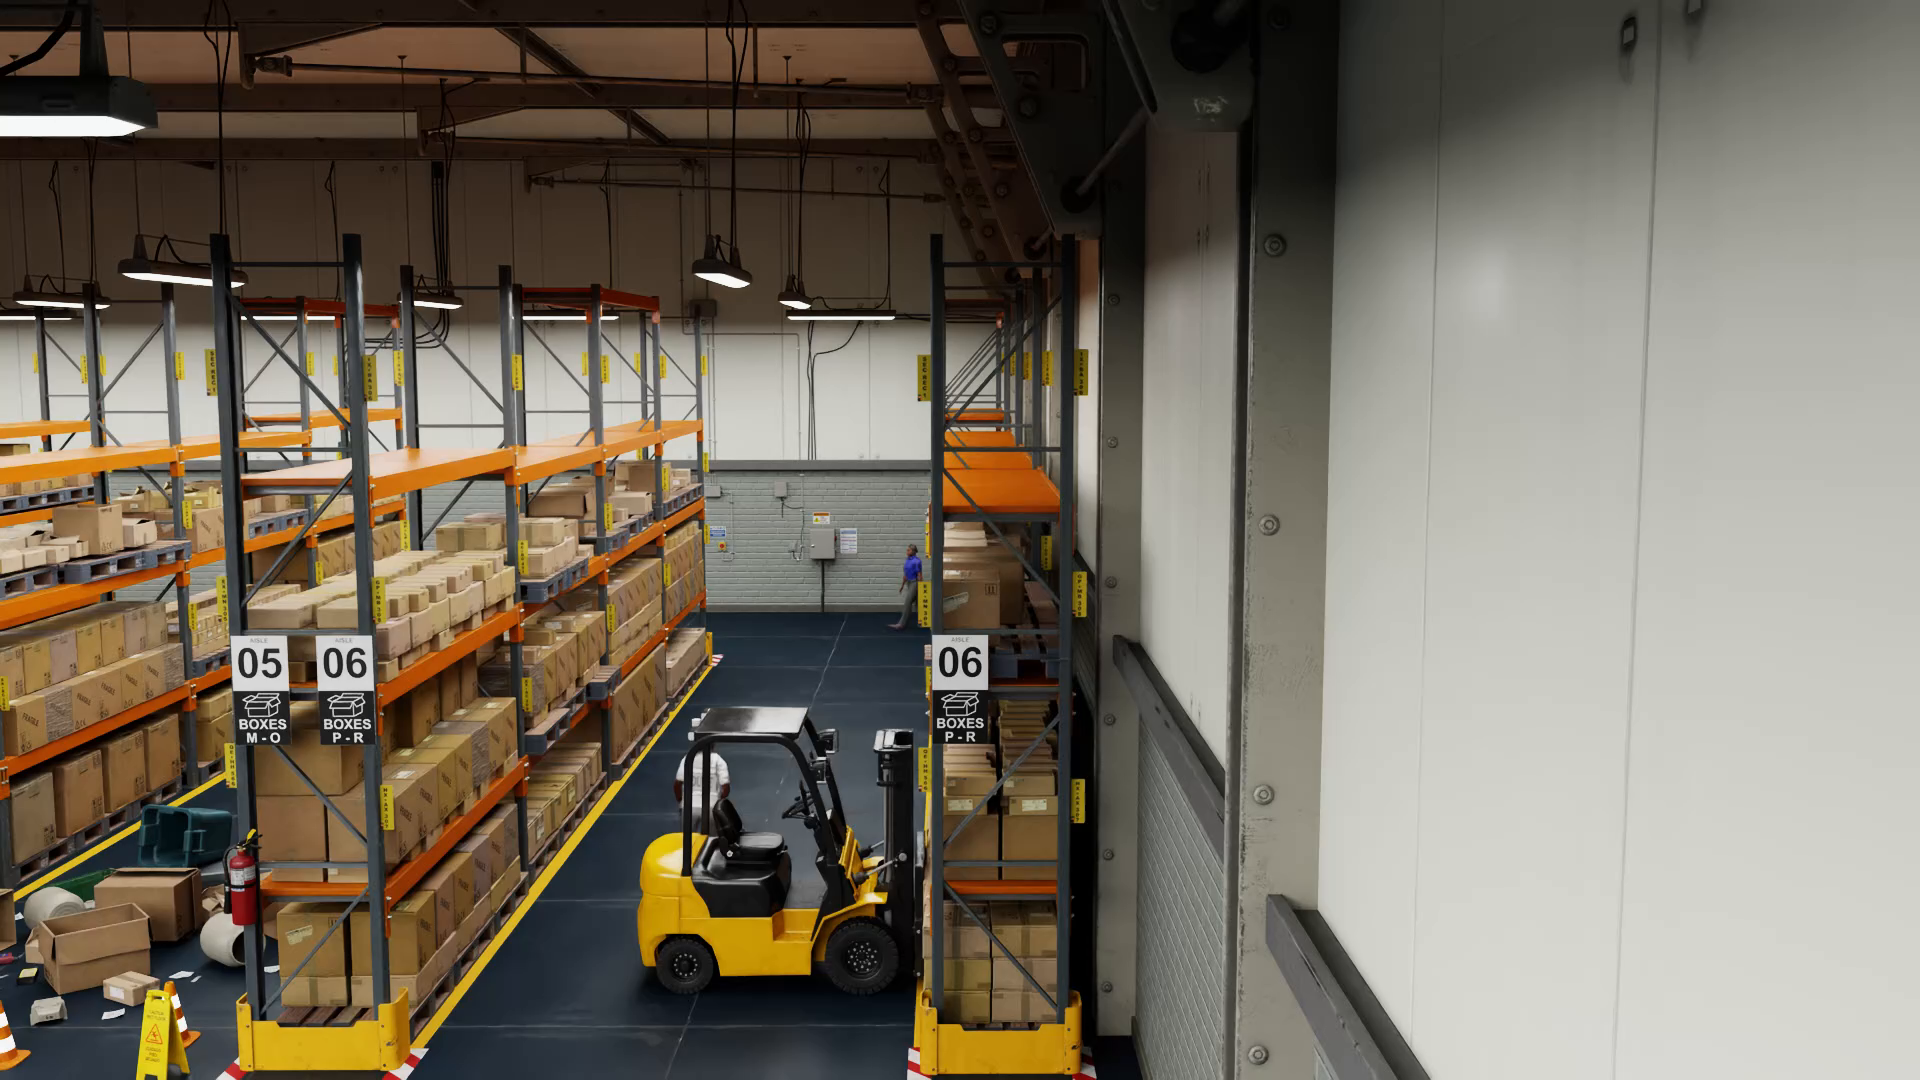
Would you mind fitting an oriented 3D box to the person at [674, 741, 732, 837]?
[{"bbox_3d":[-2.486,2.587,16.087,0.564,1.560,0.712,0,6,0],"label":"person"}]

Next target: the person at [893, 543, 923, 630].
[{"bbox_3d":[-0.933,0.878,31.484,0.797,1.634,0.461,-3,7,-27],"label":"person"}]
